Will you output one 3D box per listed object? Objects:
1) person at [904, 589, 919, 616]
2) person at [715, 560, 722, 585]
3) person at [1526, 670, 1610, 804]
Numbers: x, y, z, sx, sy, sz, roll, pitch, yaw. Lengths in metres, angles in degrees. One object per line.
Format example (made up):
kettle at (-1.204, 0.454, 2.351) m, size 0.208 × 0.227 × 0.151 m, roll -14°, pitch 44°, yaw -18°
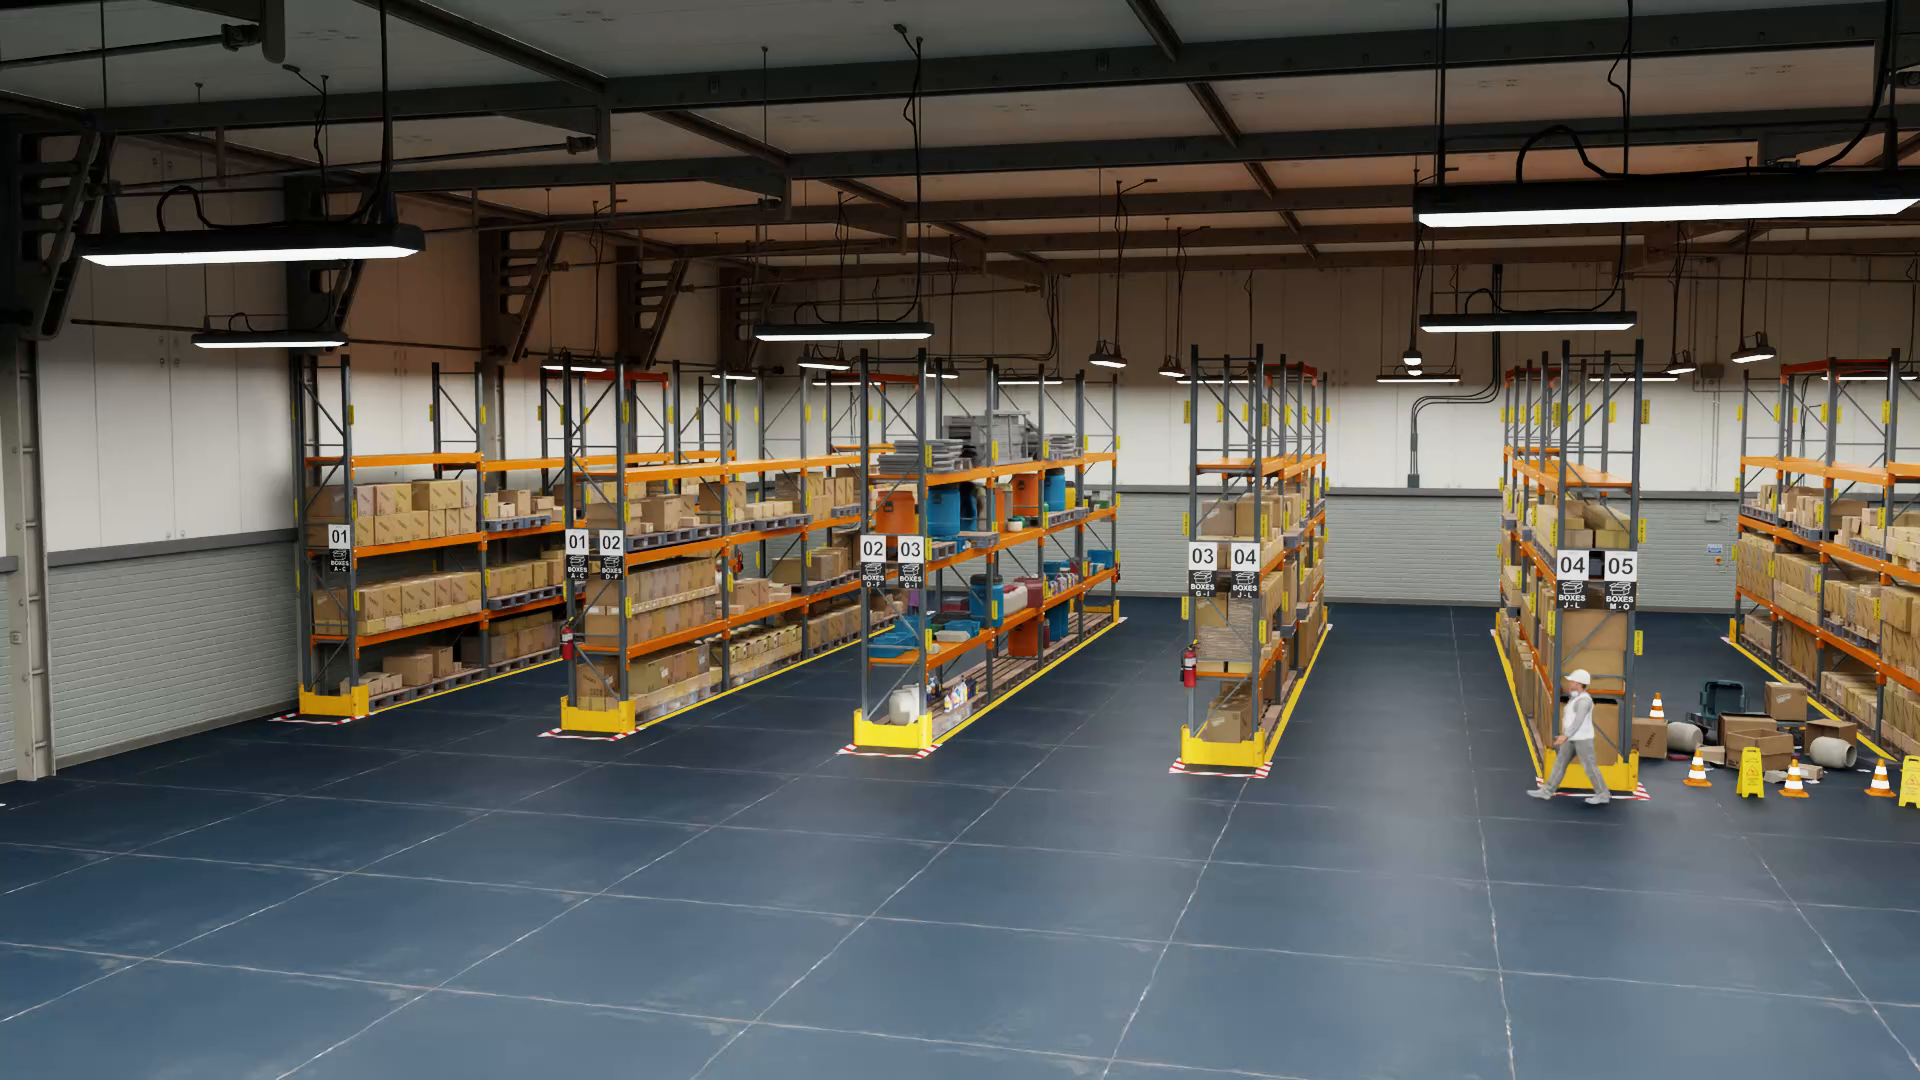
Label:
person at (-0.993, 1.465, 36.841) m, size 0.475 × 1.533 × 0.637 m, roll 1°, pitch 4°, yaw 9°
person at (-5.642, 1.271, 38.853) m, size 0.568 × 1.615 × 0.881 m, roll 0°, pitch 4°, yaw 6°
person at (7.848, 2.518, 21.333) m, size 0.988 × 1.724 × 0.537 m, roll 0°, pitch 4°, yaw 1°
